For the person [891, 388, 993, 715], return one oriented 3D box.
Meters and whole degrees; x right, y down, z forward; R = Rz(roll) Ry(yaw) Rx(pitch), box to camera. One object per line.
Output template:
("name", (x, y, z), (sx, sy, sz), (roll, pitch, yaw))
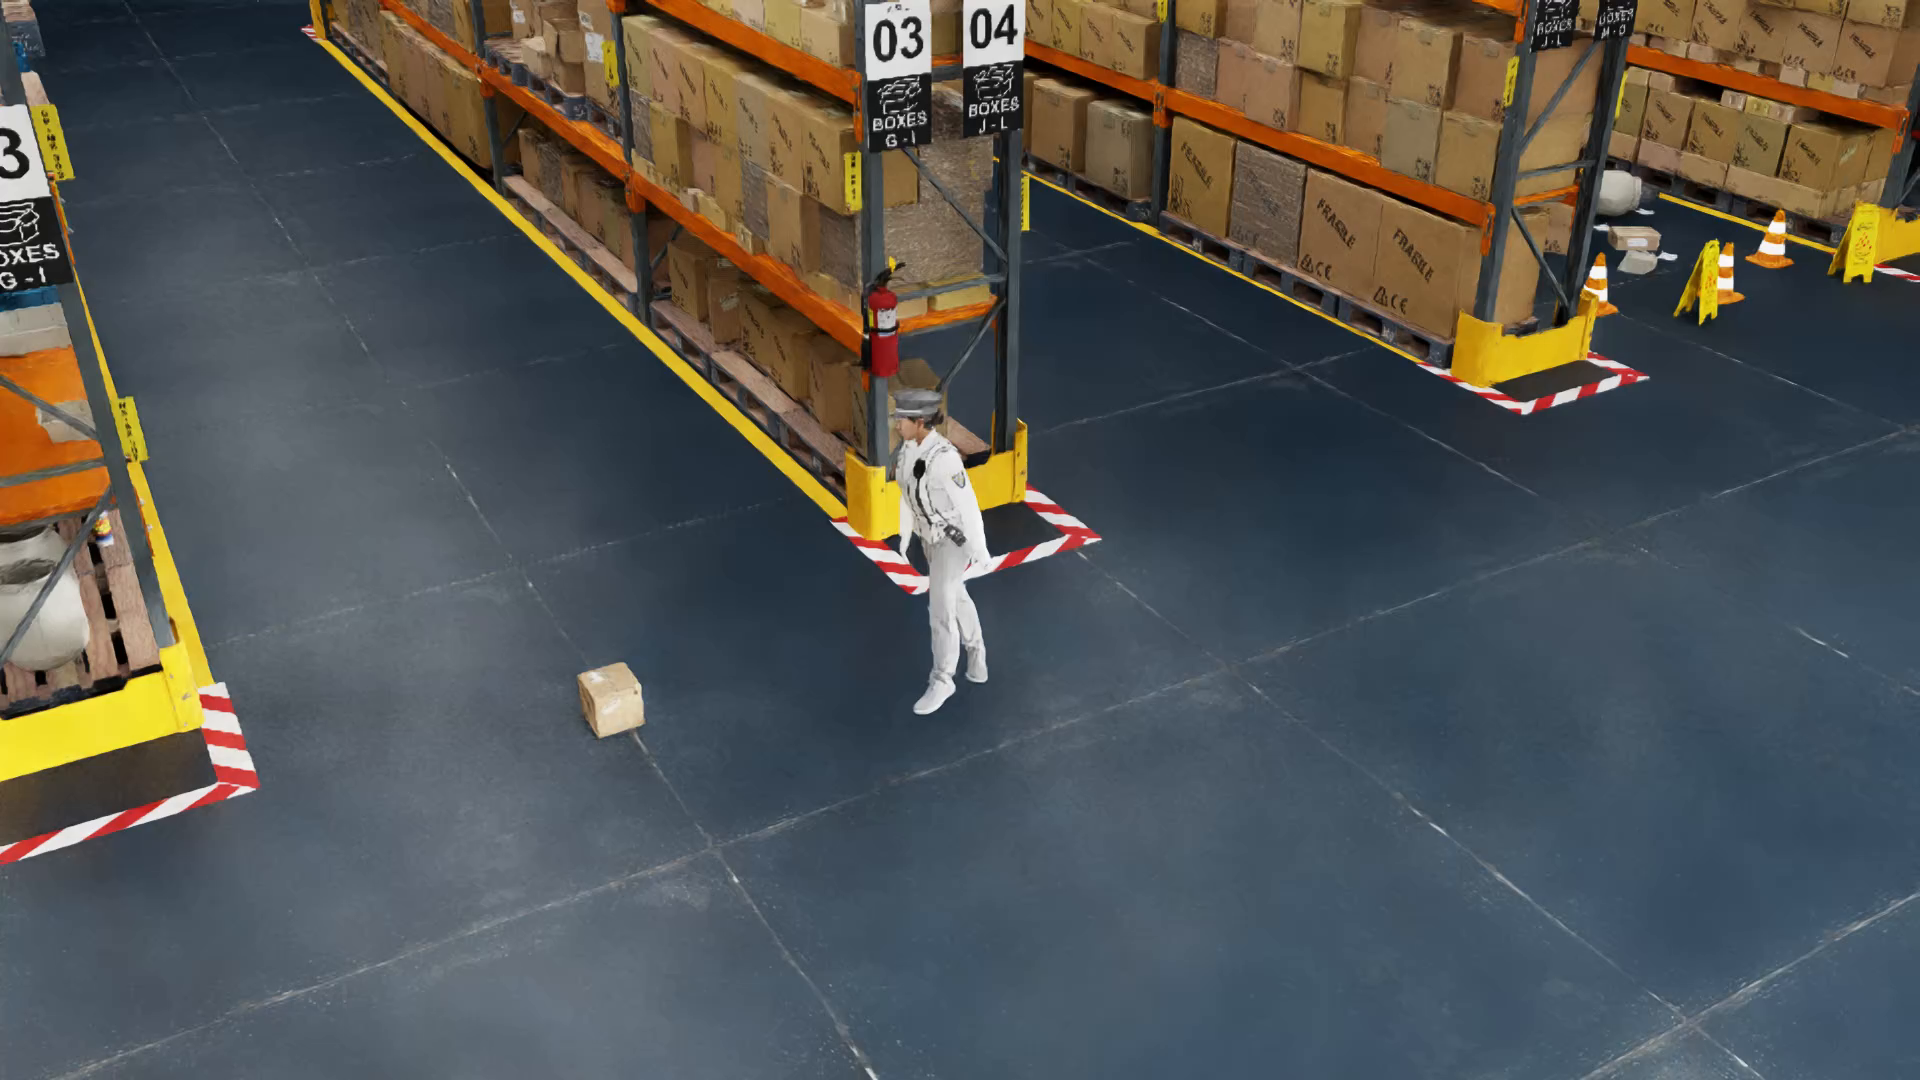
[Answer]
("person", (-0.087, 0.020, 8.520), (0.568, 1.663, 0.565), (-14, 32, -23))
